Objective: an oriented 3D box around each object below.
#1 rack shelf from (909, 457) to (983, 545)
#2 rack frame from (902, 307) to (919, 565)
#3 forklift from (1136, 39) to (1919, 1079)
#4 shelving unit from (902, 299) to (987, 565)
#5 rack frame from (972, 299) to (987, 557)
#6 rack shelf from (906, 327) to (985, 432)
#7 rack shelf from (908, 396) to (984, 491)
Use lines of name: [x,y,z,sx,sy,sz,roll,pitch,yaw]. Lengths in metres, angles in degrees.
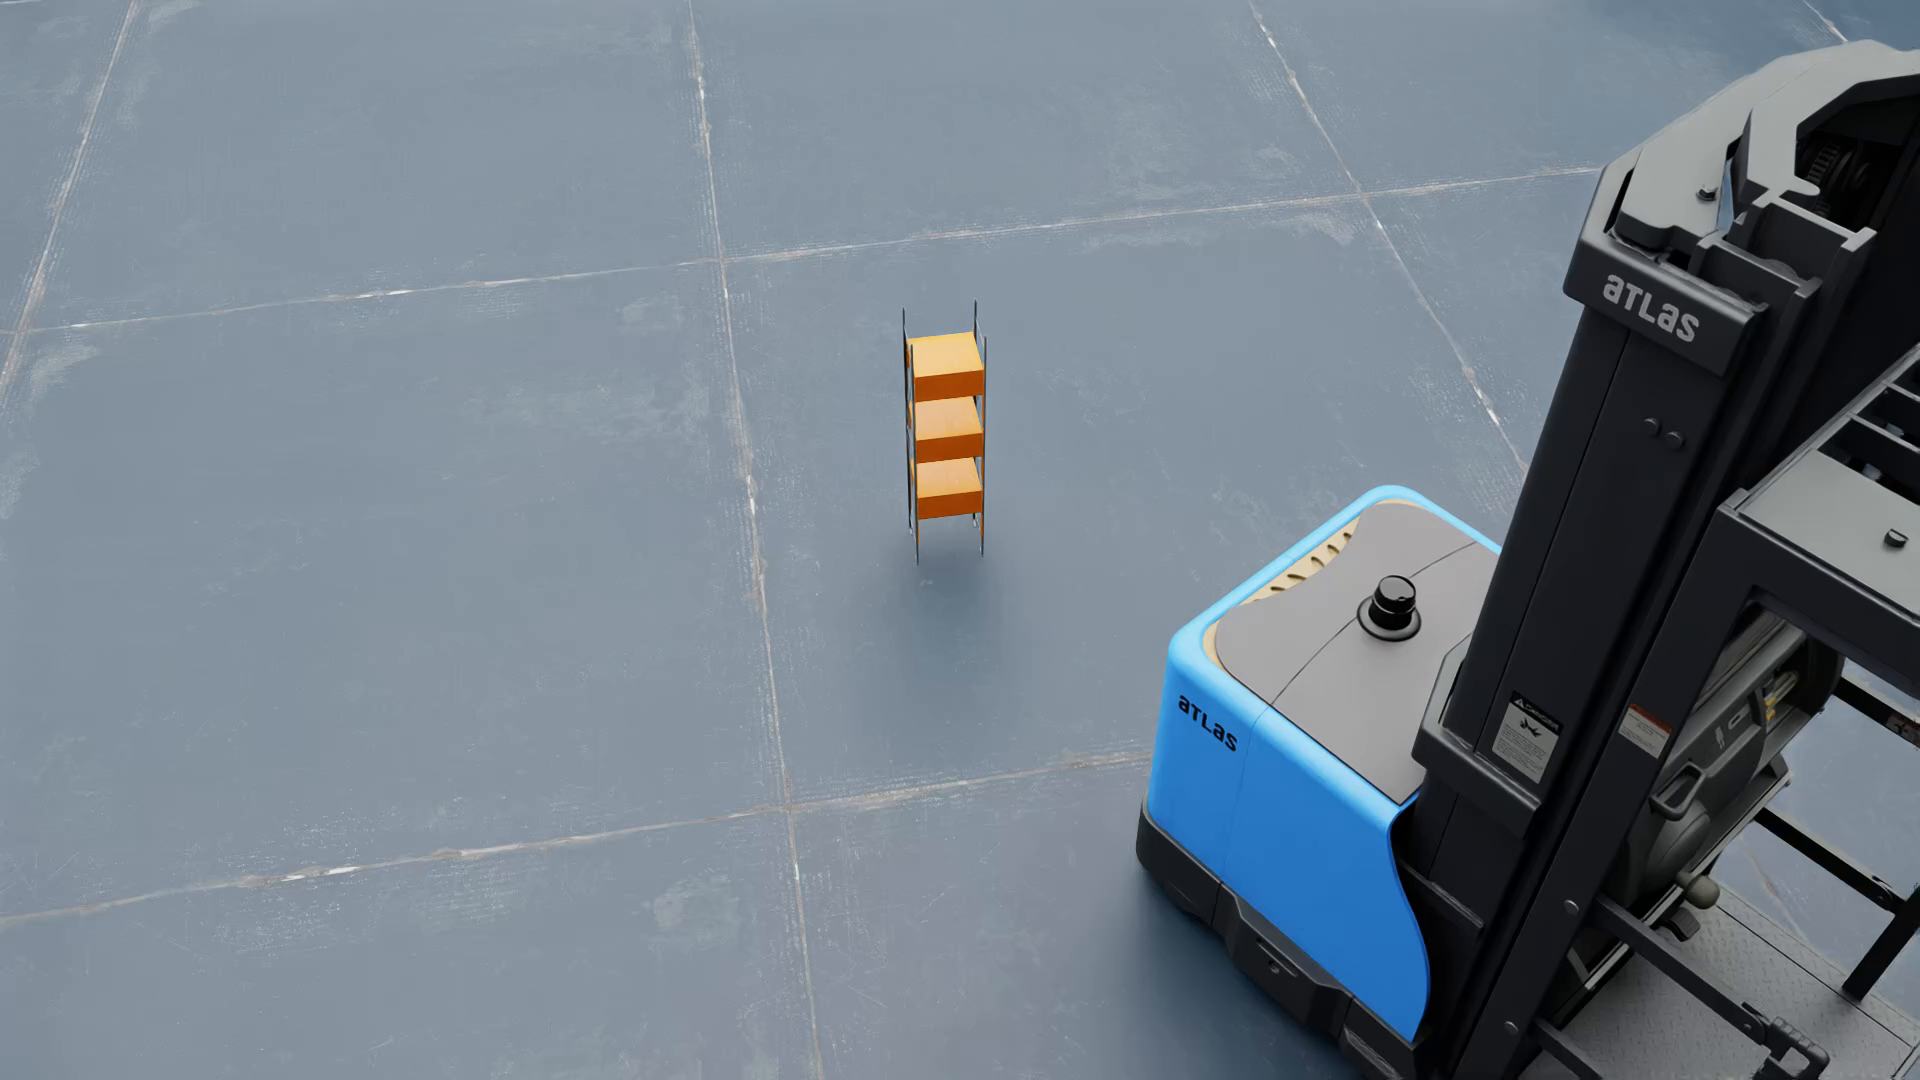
rack shelf: [-0.053,-0.158,6.073,0.240,0.259,0.215,-7,46,-7]
rack frame: [-0.173,-0.343,5.851,0.008,1.050,0.200,-7,46,-7]
forklift: [1.905,0.563,3.672,1.130,2.935,3.031,-33,54,-27]
shelving unit: [-0.053,-0.358,5.866,0.252,1.050,0.215,-7,46,-7]
rack frame: [0.067,-0.373,5.880,0.008,1.050,0.200,-7,46,-7]
rack shelf: [-0.053,-0.547,5.669,0.240,0.259,0.215,-7,46,-7]
rack shelf: [-0.053,-0.350,5.873,0.240,0.259,0.215,-7,46,-7]
